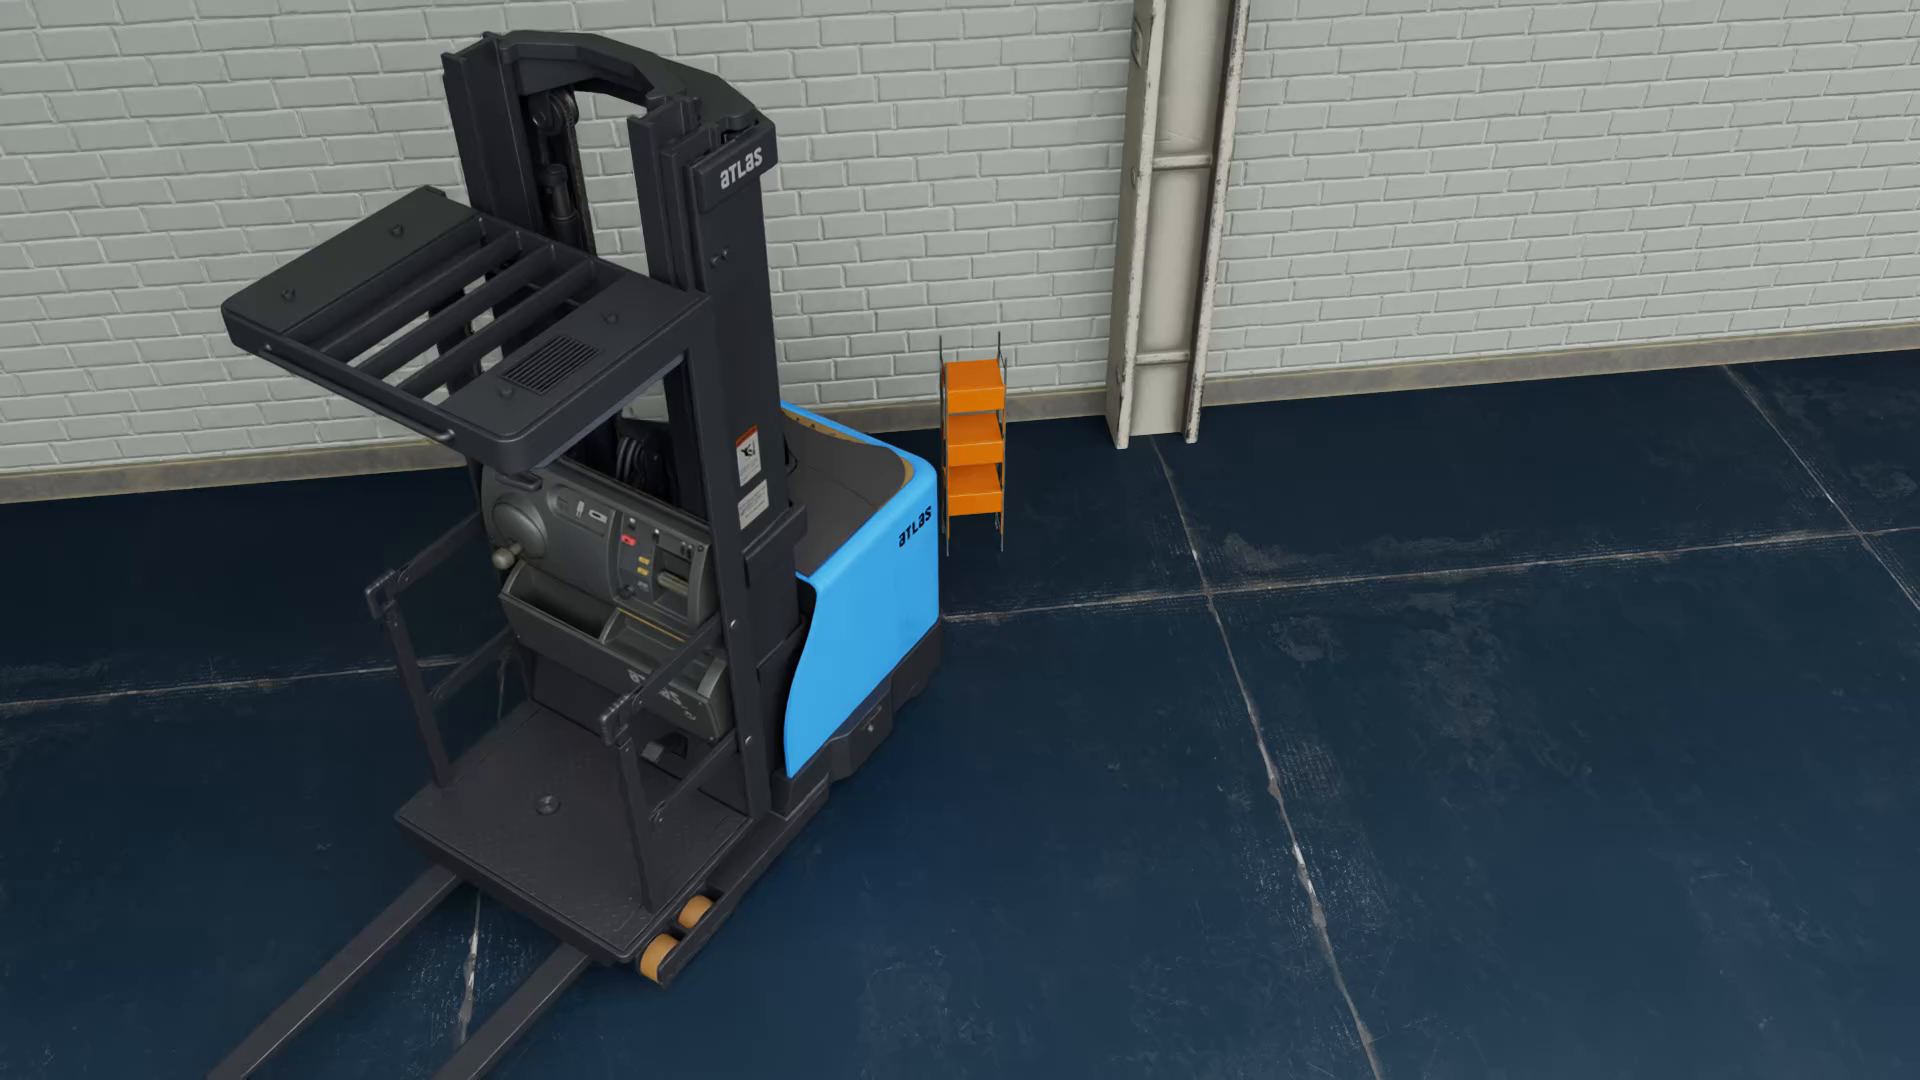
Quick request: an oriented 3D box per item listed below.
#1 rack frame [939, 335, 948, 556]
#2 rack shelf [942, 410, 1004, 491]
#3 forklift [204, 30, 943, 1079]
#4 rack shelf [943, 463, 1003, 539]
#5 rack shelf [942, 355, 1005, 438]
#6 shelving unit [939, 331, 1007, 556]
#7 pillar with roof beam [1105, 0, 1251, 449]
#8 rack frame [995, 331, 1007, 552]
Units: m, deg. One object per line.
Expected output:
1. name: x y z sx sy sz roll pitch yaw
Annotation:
1. rack frame: -0.068 -0.384 7.107 0.008 1.050 0.200 -5 42 -6
2. rack shelf: 0.053 -0.387 7.126 0.240 0.259 0.215 -5 42 -6
3. forklift: -1.291 0.079 5.189 1.130 2.935 3.031 23 47 24
4. rack shelf: 0.053 -0.180 7.312 0.240 0.259 0.215 -5 42 -6
5. rack shelf: 0.053 -0.597 6.936 0.240 0.259 0.215 -5 42 -6
6. shelving unit: 0.053 -0.394 7.119 0.252 1.050 0.215 -5 42 -6
7. pillar with roof beam: 1.482 -1.037 1.896 0.400 9.000 9.100 -5 42 -6
8. rack frame: 0.174 -0.405 7.130 0.008 1.050 0.200 -5 42 -6
